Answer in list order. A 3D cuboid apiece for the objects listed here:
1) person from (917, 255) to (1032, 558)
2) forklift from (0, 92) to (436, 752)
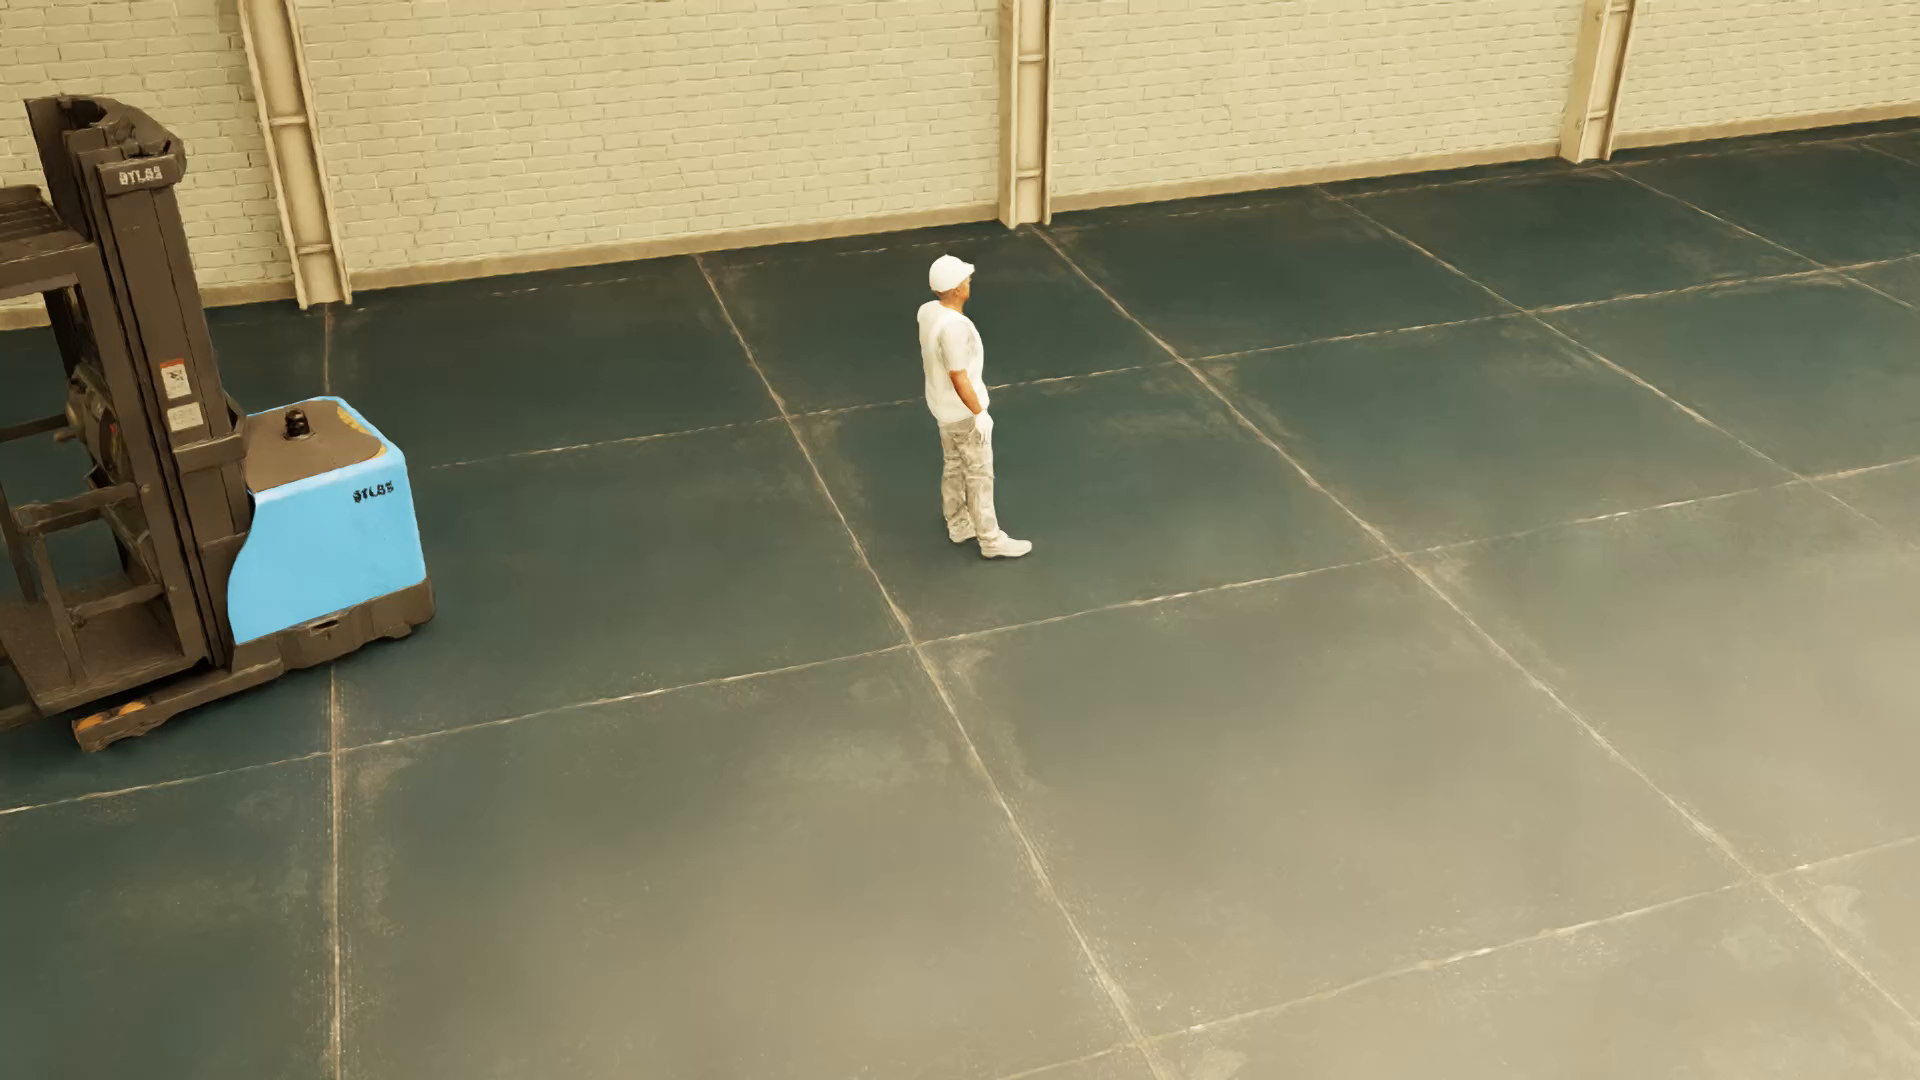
[{"bbox_3d":[0.071,-0.787,9.591,0.576,1.782,0.655,-10,31,-16],"label":"person"},{"bbox_3d":[-4.362,-0.525,8.000,3.031,2.935,1.130,-22,36,-33],"label":"forklift"}]
